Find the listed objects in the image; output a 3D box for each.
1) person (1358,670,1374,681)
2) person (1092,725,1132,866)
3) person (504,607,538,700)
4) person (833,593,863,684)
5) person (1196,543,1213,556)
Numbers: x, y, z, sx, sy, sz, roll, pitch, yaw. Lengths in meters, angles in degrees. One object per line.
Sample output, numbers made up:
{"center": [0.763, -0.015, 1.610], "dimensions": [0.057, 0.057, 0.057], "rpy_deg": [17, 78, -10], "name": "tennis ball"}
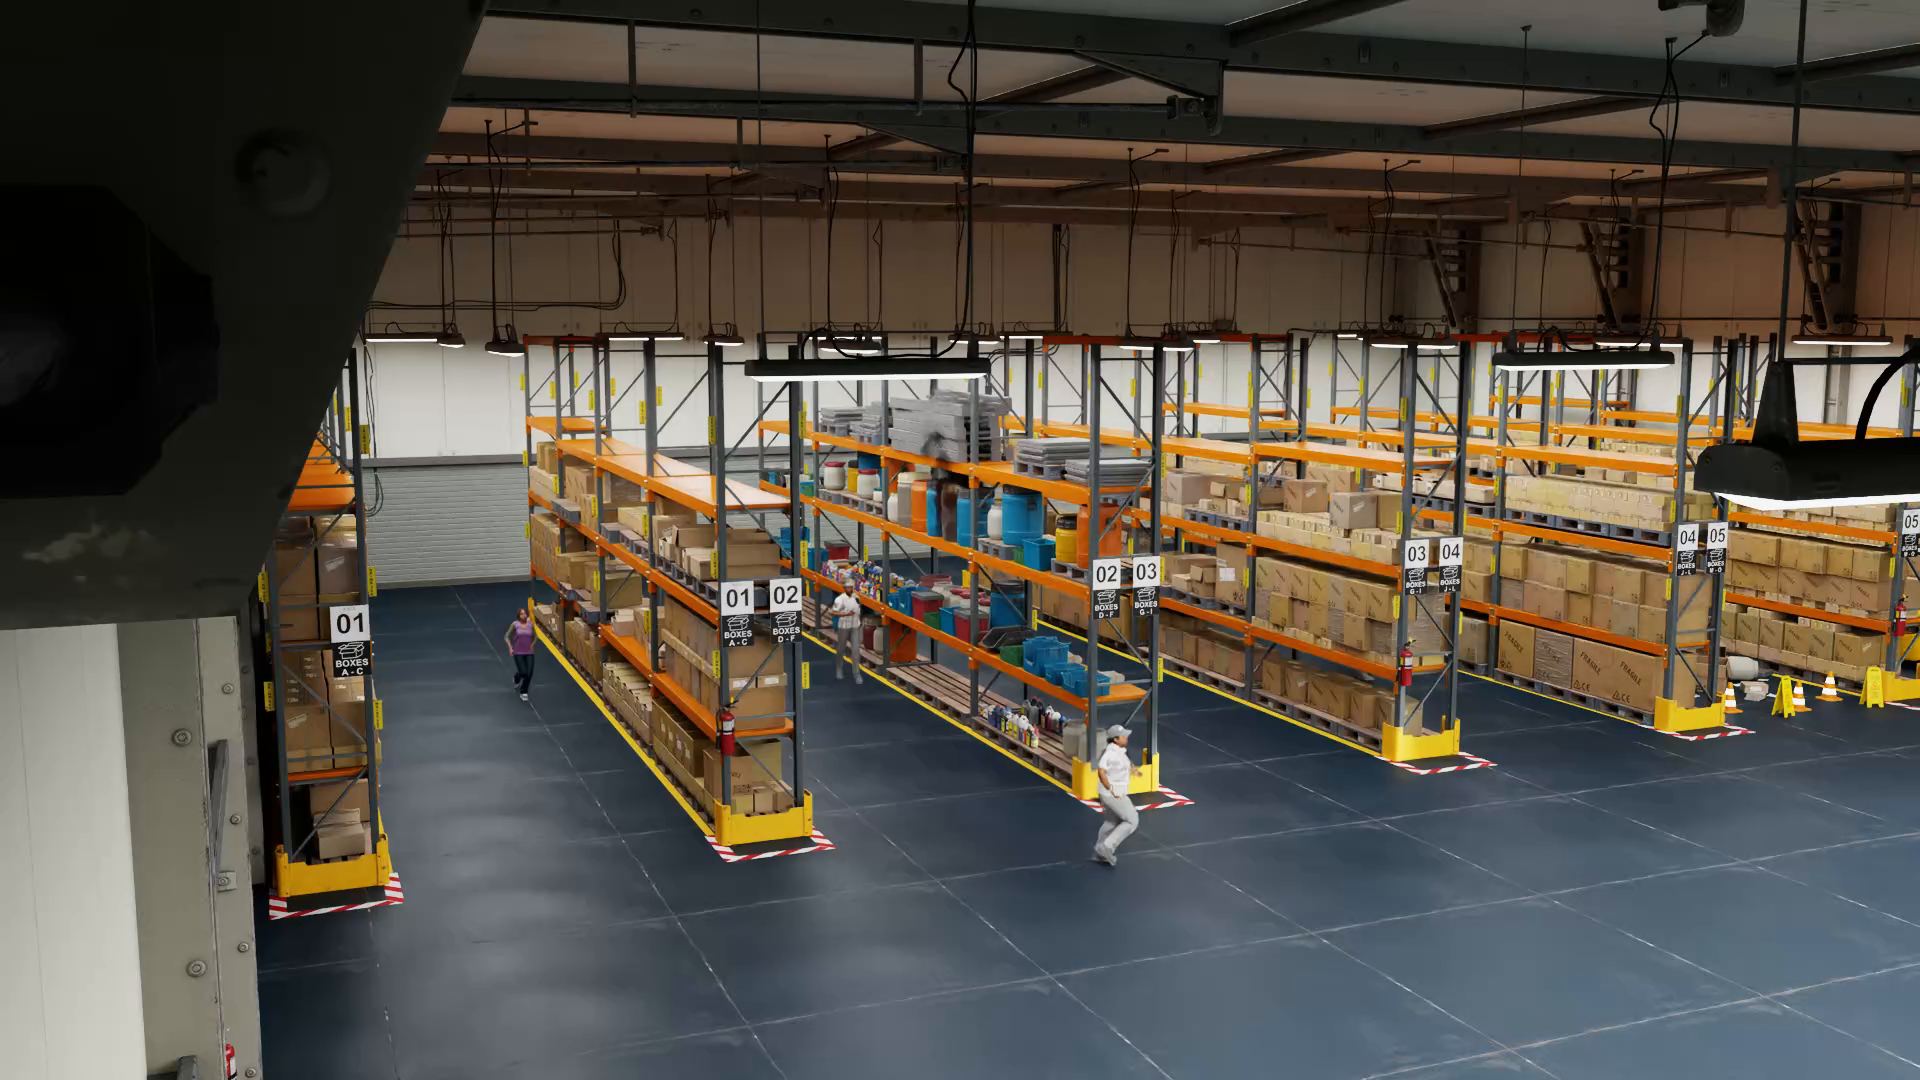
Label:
{"center": [7.176, 1.622, 29.181], "dimensions": [0.657, 1.676, 0.617], "rpy_deg": [-5, 9, -34], "name": "person"}
{"center": [1.778, 2.953, 19.363], "dimensions": [0.473, 1.636, 0.560], "rpy_deg": [0, 8, -1], "name": "person"}
{"center": [-7.252, 1.898, 27.630], "dimensions": [0.531, 1.557, 0.539], "rpy_deg": [-4, 9, -29], "name": "person"}
{"center": [-1.872, 1.613, 27.812], "dimensions": [0.565, 1.498, 0.808], "rpy_deg": [-4, 9, -28], "name": "person"}
{"center": [6.106, -0.002, 41.626], "dimensions": [0.826, 1.718, 0.727], "rpy_deg": [4, 9, 30], "name": "person"}
